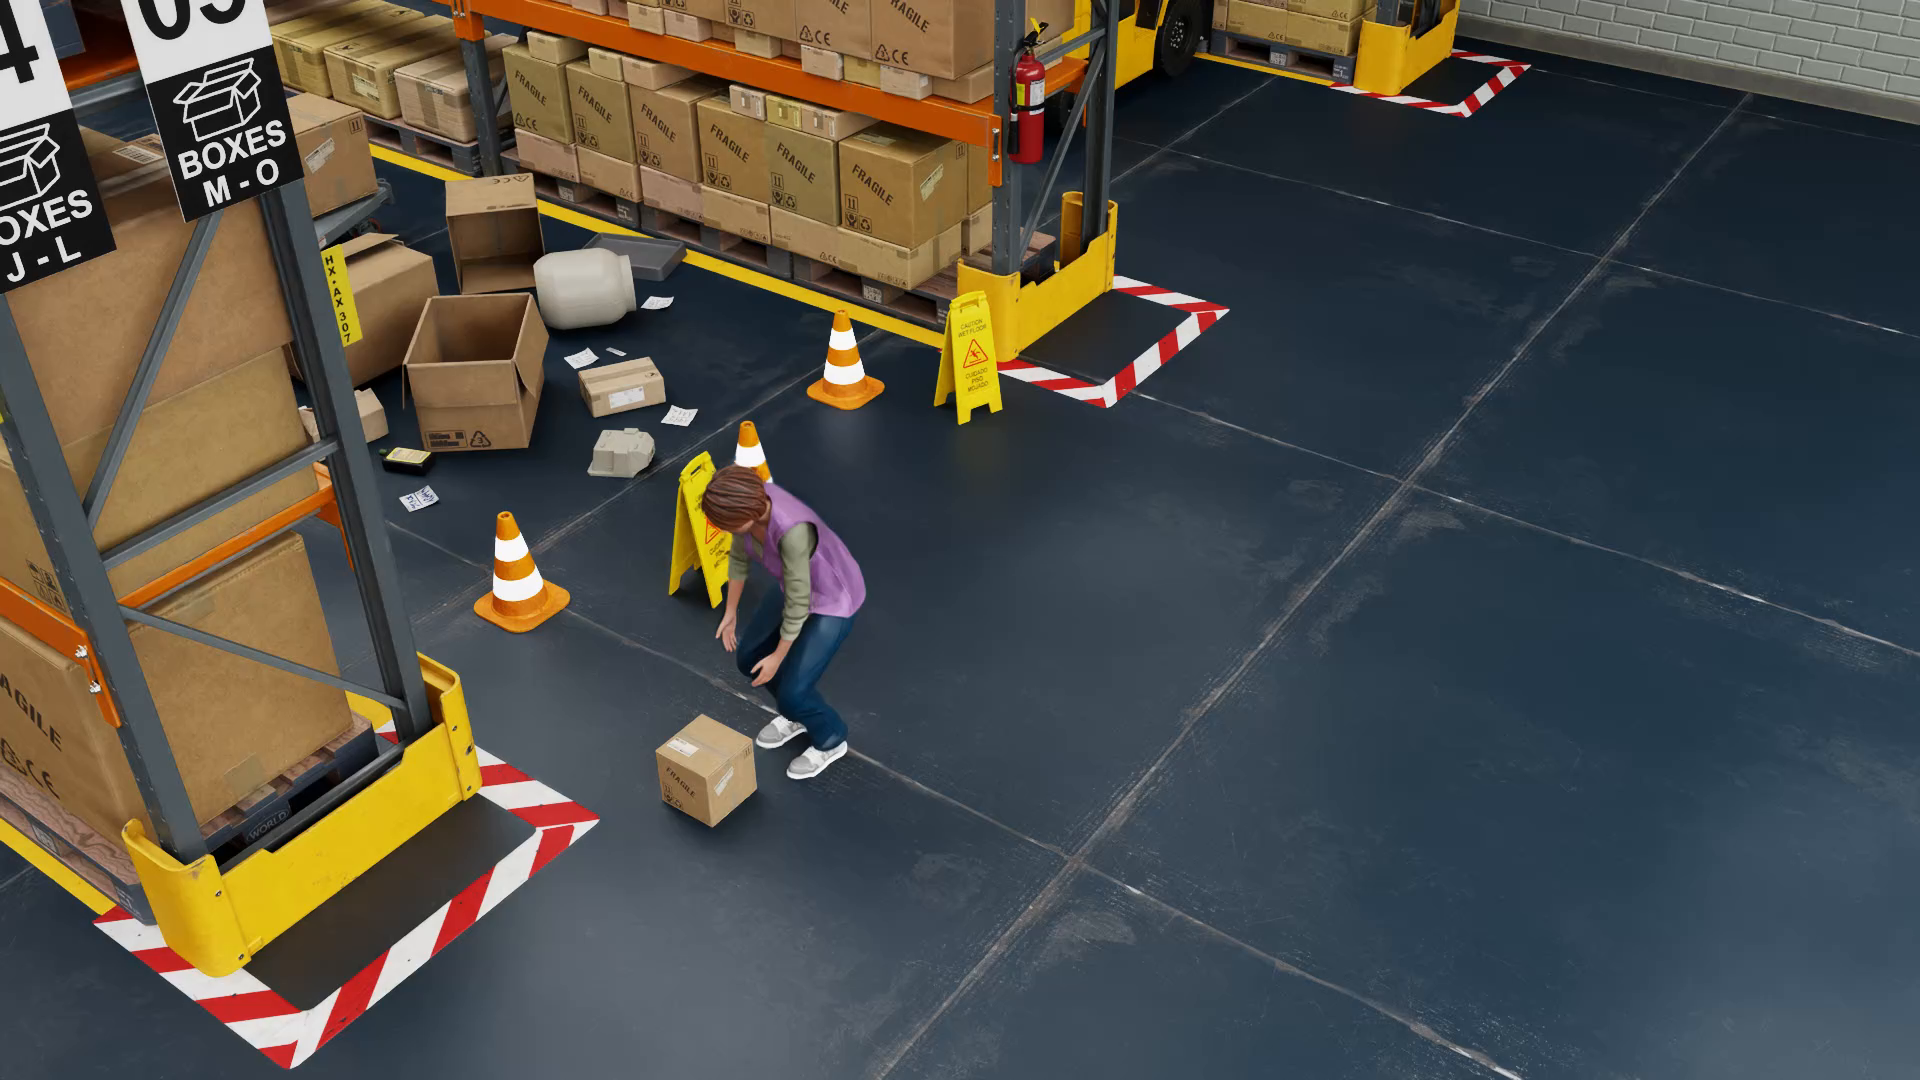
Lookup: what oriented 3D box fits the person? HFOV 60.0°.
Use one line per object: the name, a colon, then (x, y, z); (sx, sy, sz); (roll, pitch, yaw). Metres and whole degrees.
person: (-0.676, 0.502, 6.093); (0.799, 0.847, 0.440); (-24, 41, -30)
